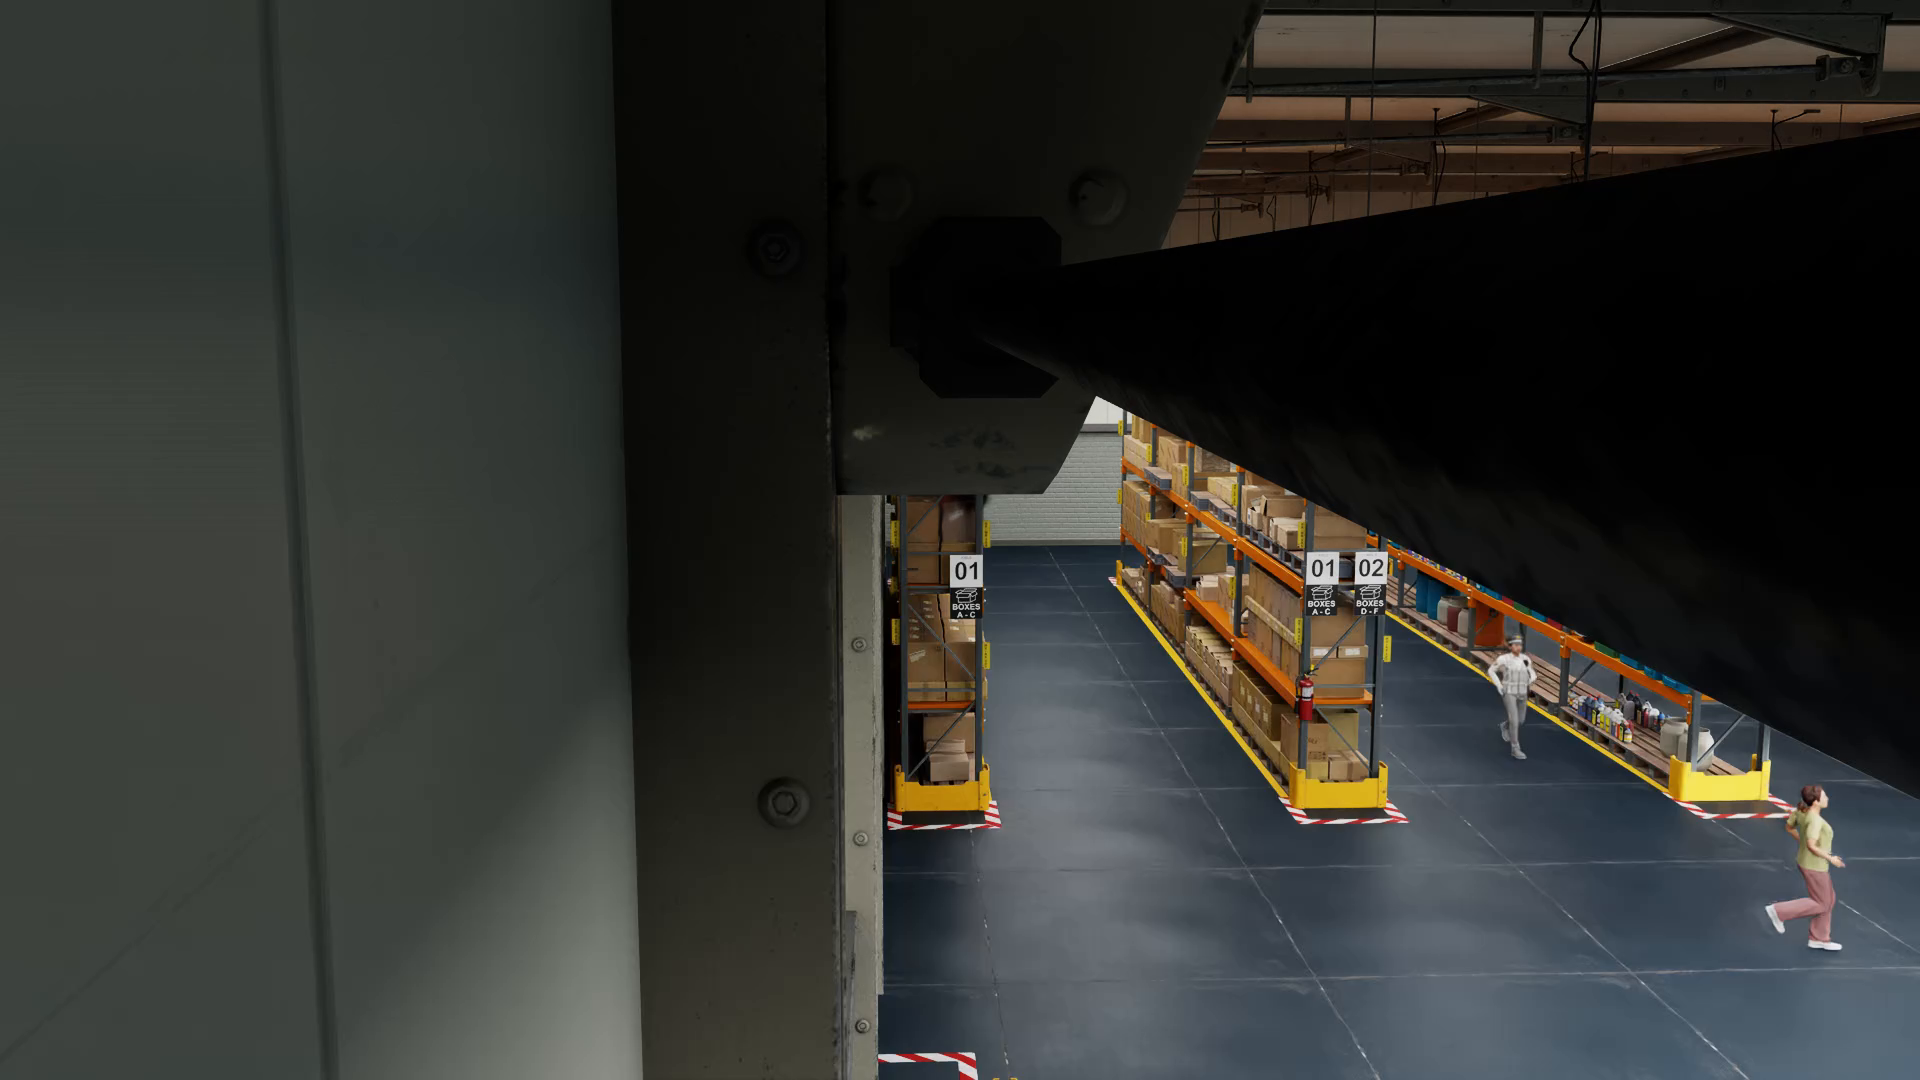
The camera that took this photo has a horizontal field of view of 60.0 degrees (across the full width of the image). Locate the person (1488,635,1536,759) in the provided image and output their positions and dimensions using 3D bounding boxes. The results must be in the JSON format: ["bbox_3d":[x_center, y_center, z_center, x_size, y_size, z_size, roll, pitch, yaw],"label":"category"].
[{"bbox_3d":[7.648,2.117,22.993,0.624,1.669,0.875,-1,9,-8],"label":"person"}]

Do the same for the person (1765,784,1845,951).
[{"bbox_3d":[8.218,3.167,16.141,0.731,1.641,0.579,1,9,10],"label":"person"}]
